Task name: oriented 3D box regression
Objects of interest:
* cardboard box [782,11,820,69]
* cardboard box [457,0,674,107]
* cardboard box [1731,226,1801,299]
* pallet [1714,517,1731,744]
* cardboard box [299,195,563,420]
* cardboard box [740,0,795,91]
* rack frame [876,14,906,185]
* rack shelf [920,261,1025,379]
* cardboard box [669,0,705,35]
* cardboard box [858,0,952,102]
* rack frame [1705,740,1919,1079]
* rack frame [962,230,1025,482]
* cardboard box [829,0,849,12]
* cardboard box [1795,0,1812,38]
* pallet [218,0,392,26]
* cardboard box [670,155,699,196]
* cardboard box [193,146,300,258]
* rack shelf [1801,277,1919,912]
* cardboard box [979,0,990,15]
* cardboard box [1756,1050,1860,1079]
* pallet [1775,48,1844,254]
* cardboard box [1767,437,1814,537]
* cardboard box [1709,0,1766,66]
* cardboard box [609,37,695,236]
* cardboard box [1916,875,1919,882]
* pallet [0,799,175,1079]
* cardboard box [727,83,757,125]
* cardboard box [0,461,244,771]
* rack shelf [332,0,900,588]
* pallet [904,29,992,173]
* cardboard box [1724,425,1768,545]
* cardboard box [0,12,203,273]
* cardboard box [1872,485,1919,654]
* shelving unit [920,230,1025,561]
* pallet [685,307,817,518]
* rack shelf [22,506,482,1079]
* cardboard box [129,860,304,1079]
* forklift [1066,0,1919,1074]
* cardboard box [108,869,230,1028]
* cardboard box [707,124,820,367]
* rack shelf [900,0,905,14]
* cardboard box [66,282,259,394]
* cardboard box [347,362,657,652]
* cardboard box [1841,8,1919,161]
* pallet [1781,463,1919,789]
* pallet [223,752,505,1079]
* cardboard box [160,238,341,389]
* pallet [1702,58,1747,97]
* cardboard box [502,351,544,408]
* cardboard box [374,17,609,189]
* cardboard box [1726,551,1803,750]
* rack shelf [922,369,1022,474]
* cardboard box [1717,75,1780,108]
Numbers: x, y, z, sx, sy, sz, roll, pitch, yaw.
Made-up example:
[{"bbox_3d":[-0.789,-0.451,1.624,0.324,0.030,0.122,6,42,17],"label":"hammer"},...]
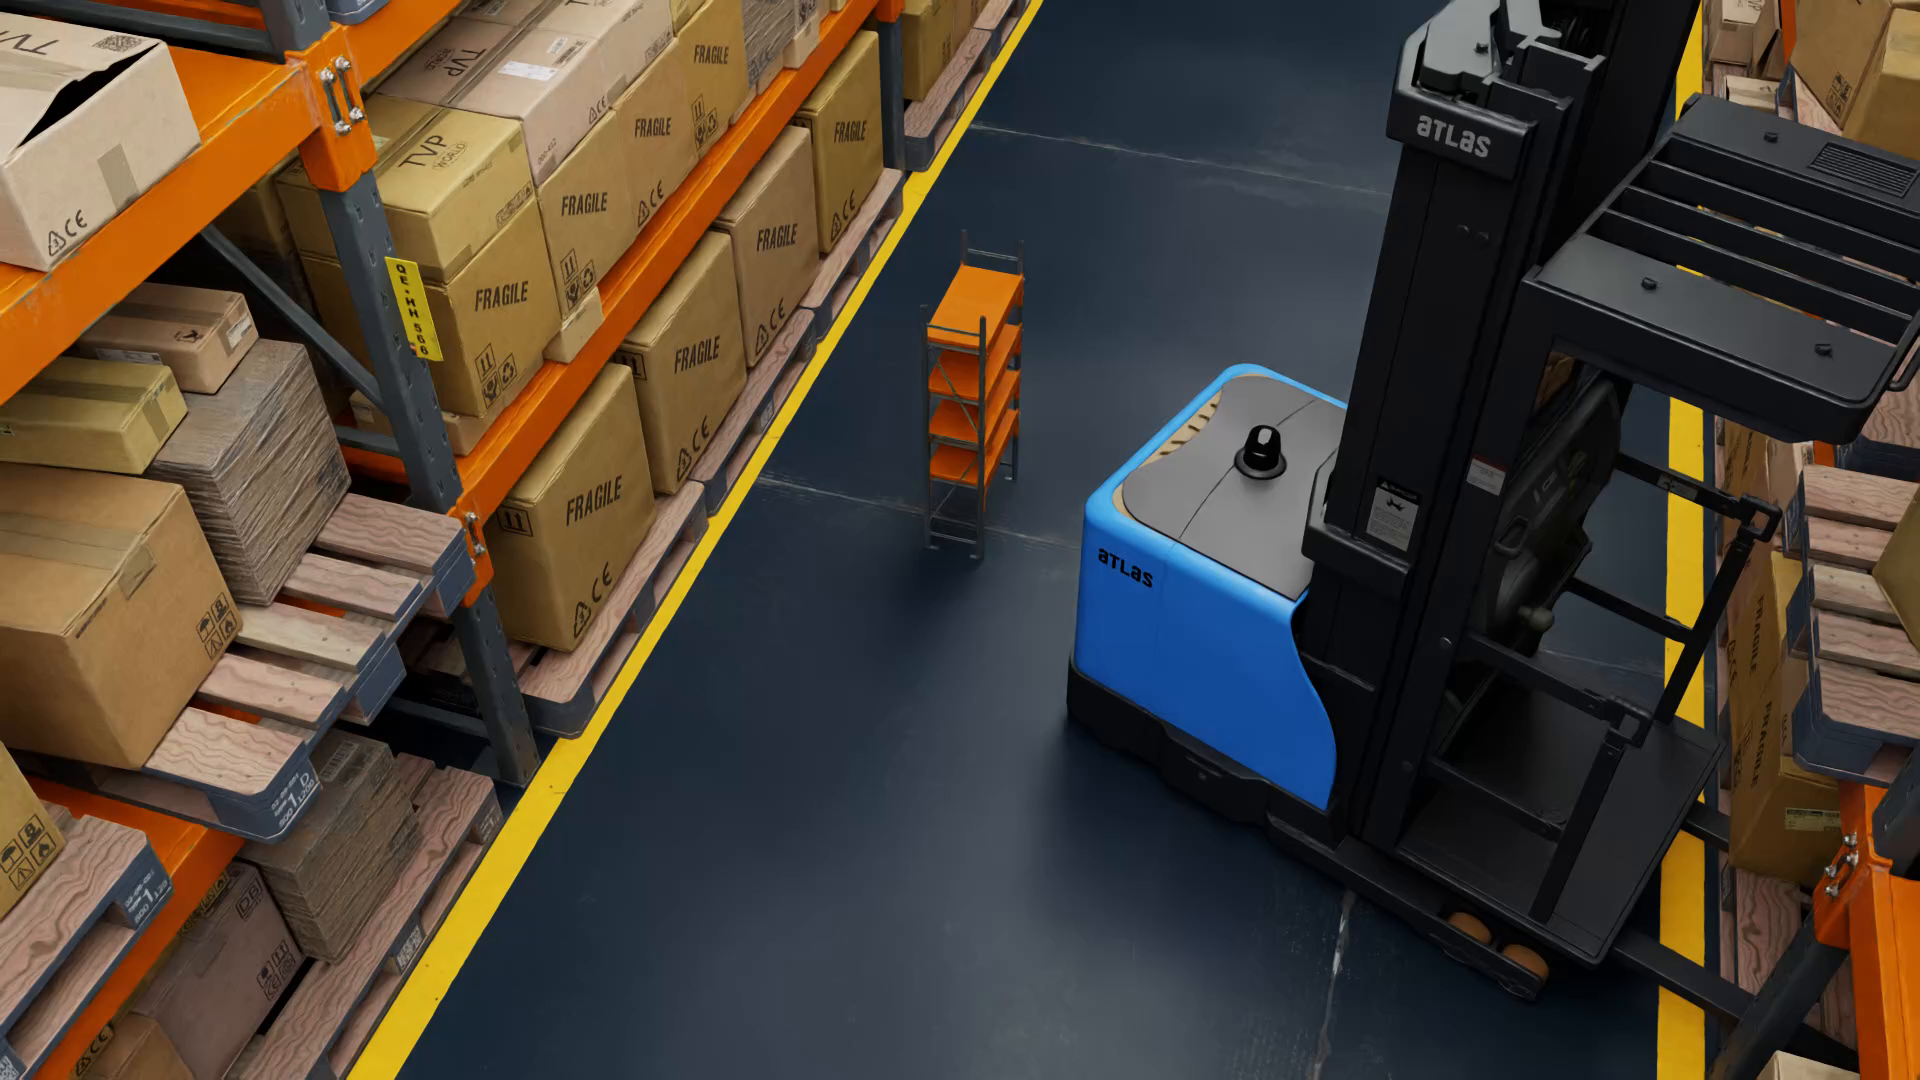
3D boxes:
[{"bbox_3d":[-0.808,-2.113,6.930,0.380,0.149,0.250,13,46,13],"label":"cardboard box"},{"bbox_3d":[-1.294,-1.698,5.506,0.500,0.250,0.500,13,46,13],"label":"cardboard box"},{"bbox_3d":[3.568,-0.952,7.051,0.500,0.500,0.500,11,45,11],"label":"cardboard box"},{"bbox_3d":[3.368,0.403,6.187,1.003,0.211,1.213,13,46,13],"label":"pallet"},{"bbox_3d":[-1.596,-0.759,5.082,0.500,0.500,0.500,14,46,14],"label":"cardboard box"},{"bbox_3d":[-0.981,-2.119,6.472,0.500,0.500,0.500,13,46,13],"label":"cardboard box"},{"bbox_3d":[-0.776,-3.006,7.677,1.000,3.000,0.127,13,46,13],"label":"rack frame"},{"bbox_3d":[0.050,-0.820,6.168,0.258,0.148,0.480,13,46,12],"label":"rack shelf"},{"bbox_3d":[-1.146,-2.039,5.855,0.500,0.250,0.500,12,46,12],"label":"cardboard box"},{"bbox_3d":[-0.452,-2.740,8.892,0.700,0.500,0.500,13,46,13],"label":"cardboard box"},{"bbox_3d":[2.735,0.707,3.883,1.000,3.000,0.127,13,46,13],"label":"rack frame"},{"bbox_3d":[0.124,-0.702,6.609,0.240,1.200,0.015,13,46,13],"label":"rack frame"},{"bbox_3d":[-0.662,-2.465,7.290,0.380,0.149,0.250,13,46,13],"label":"cardboard box"},{"bbox_3d":[3.853,-2.383,6.969,0.500,0.500,0.500,13,46,13],"label":"cardboard box"},{"bbox_3d":[-1.843,-1.785,4.420,1.213,0.211,1.003,15,46,14],"label":"pallet"},{"bbox_3d":[-1.213,-1.452,6.255,0.380,0.149,0.250,13,46,13],"label":"cardboard box"},{"bbox_3d":[-2.097,-1.114,4.909,0.500,0.250,0.500,14,46,14],"label":"cardboard box"},{"bbox_3d":[3.341,-0.369,5.497,1.077,0.370,4.000,13,46,13],"label":"rack shelf"},{"bbox_3d":[-0.139,-3.415,9.583,0.700,0.500,0.500,14,46,13],"label":"cardboard box"},{"bbox_3d":[2.297,1.626,4.208,0.500,0.311,0.500,14,46,14],"label":"cardboard box"},{"bbox_3d":[3.600,-1.381,6.154,1.003,0.211,1.213,13,46,13],"label":"pallet"},{"bbox_3d":[3.113,-0.219,5.766,0.500,0.250,0.500,12,46,12],"label":"cardboard box"},{"bbox_3d":[4.420,-2.831,9.150,0.500,0.250,0.500,13,46,13],"label":"cardboard box"},{"bbox_3d":[-1.277,-1.436,5.775,0.500,0.500,0.500,12,46,12],"label":"cardboard box"},{"bbox_3d":[3.298,0.850,5.209,0.500,0.500,0.500,11,45,11],"label":"cardboard box"},{"bbox_3d":[-2.548,1.057,3.662,1.003,0.211,1.213,13,46,13],"label":"pallet"},{"bbox_3d":[-1.035,-1.801,6.611,0.380,0.149,0.250,11,46,11],"label":"cardboard box"},{"bbox_3d":[-2.263,0.161,4.055,0.700,0.500,0.500,9,45,9],"label":"cardboard box"},{"bbox_3d":[-1.381,-1.416,6.567,1.077,0.370,4.000,13,46,13],"label":"rack shelf"},{"bbox_3d":[-0.471,-2.500,9.154,1.003,0.211,1.213,13,46,13],"label":"pallet"},{"bbox_3d":[3.258,-0.263,6.347,0.500,0.500,0.500,13,46,13],"label":"cardboard box"},{"bbox_3d":[-1.948,-0.850,3.379,0.500,0.311,0.500,13,46,13],"label":"cardboard box"},{"bbox_3d":[2.818,0.077,4.154,0.700,0.500,0.500,-1,44,-1],"label":"cardboard box"},{"bbox_3d":[0.050,-0.539,6.443,0.258,1.200,0.503,13,46,13],"label":"shelving unit"},{"bbox_3d":[-1.305,-0.663,7.277,1.003,0.211,1.213,13,46,13],"label":"pallet"},{"bbox_3d":[-2.593,1.250,3.842,1.077,0.370,4.000,13,46,13],"label":"rack shelf"},{"bbox_3d":[-2.422,1.206,4.846,0.700,0.500,0.500,12,46,12],"label":"cardboard box"},{"bbox_3d":[1.858,-0.028,4.683,3.031,2.935,1.130,29,51,26],"label":"forklift"},{"bbox_3d":[-2.388,0.986,4.534,0.500,0.250,0.500,13,46,13],"label":"cardboard box"},{"bbox_3d":[-1.115,-1.334,7.205,0.750,0.750,0.750,14,46,14],"label":"cardboard box"},{"bbox_3d":[-0.170,-4.082,9.291,1.077,0.370,4.000,13,46,13],"label":"rack shelf"},{"bbox_3d":[-2.063,-0.528,4.295,0.380,0.149,0.250,7,45,7],"label":"cardboard box"},{"bbox_3d":[-1.639,-0.184,6.030,0.750,0.750,0.750,12,46,12],"label":"cardboard box"},{"bbox_3d":[3.442,-1.405,5.669,0.700,0.500,0.500,19,48,19],"label":"cardboard box"},{"bbox_3d":[2.873,0.309,4.427,1.213,0.211,1.003,13,46,13],"label":"pallet"},{"bbox_3d":[-2.225,1.177,5.396,1.003,0.211,1.213,13,46,13],"label":"pallet"},{"bbox_3d":[-2.095,-0.860,5.185,0.500,0.500,0.500,13,46,13],"label":"cardboard box"},{"bbox_3d":[4.523,-2.236,8.884,1.003,0.211,1.213,13,46,13],"label":"pallet"},{"bbox_3d":[-1.582,-0.594,5.377,0.380,0.149,0.250,13,46,13],"label":"cardboard box"},{"bbox_3d":[-1.442,-1.364,5.164,0.500,0.250,0.500,12,46,12],"label":"cardboard box"},{"bbox_3d":[2.952,0.425,5.644,0.500,0.500,0.500,11,45,11],"label":"cardboard box"},{"bbox_3d":[0.050,-0.491,6.490,0.258,0.148,0.480,13,46,12],"label":"rack shelf"},{"bbox_3d":[4.076,-2.095,8.355,0.500,0.311,0.500,13,46,13],"label":"cardboard box"}]
